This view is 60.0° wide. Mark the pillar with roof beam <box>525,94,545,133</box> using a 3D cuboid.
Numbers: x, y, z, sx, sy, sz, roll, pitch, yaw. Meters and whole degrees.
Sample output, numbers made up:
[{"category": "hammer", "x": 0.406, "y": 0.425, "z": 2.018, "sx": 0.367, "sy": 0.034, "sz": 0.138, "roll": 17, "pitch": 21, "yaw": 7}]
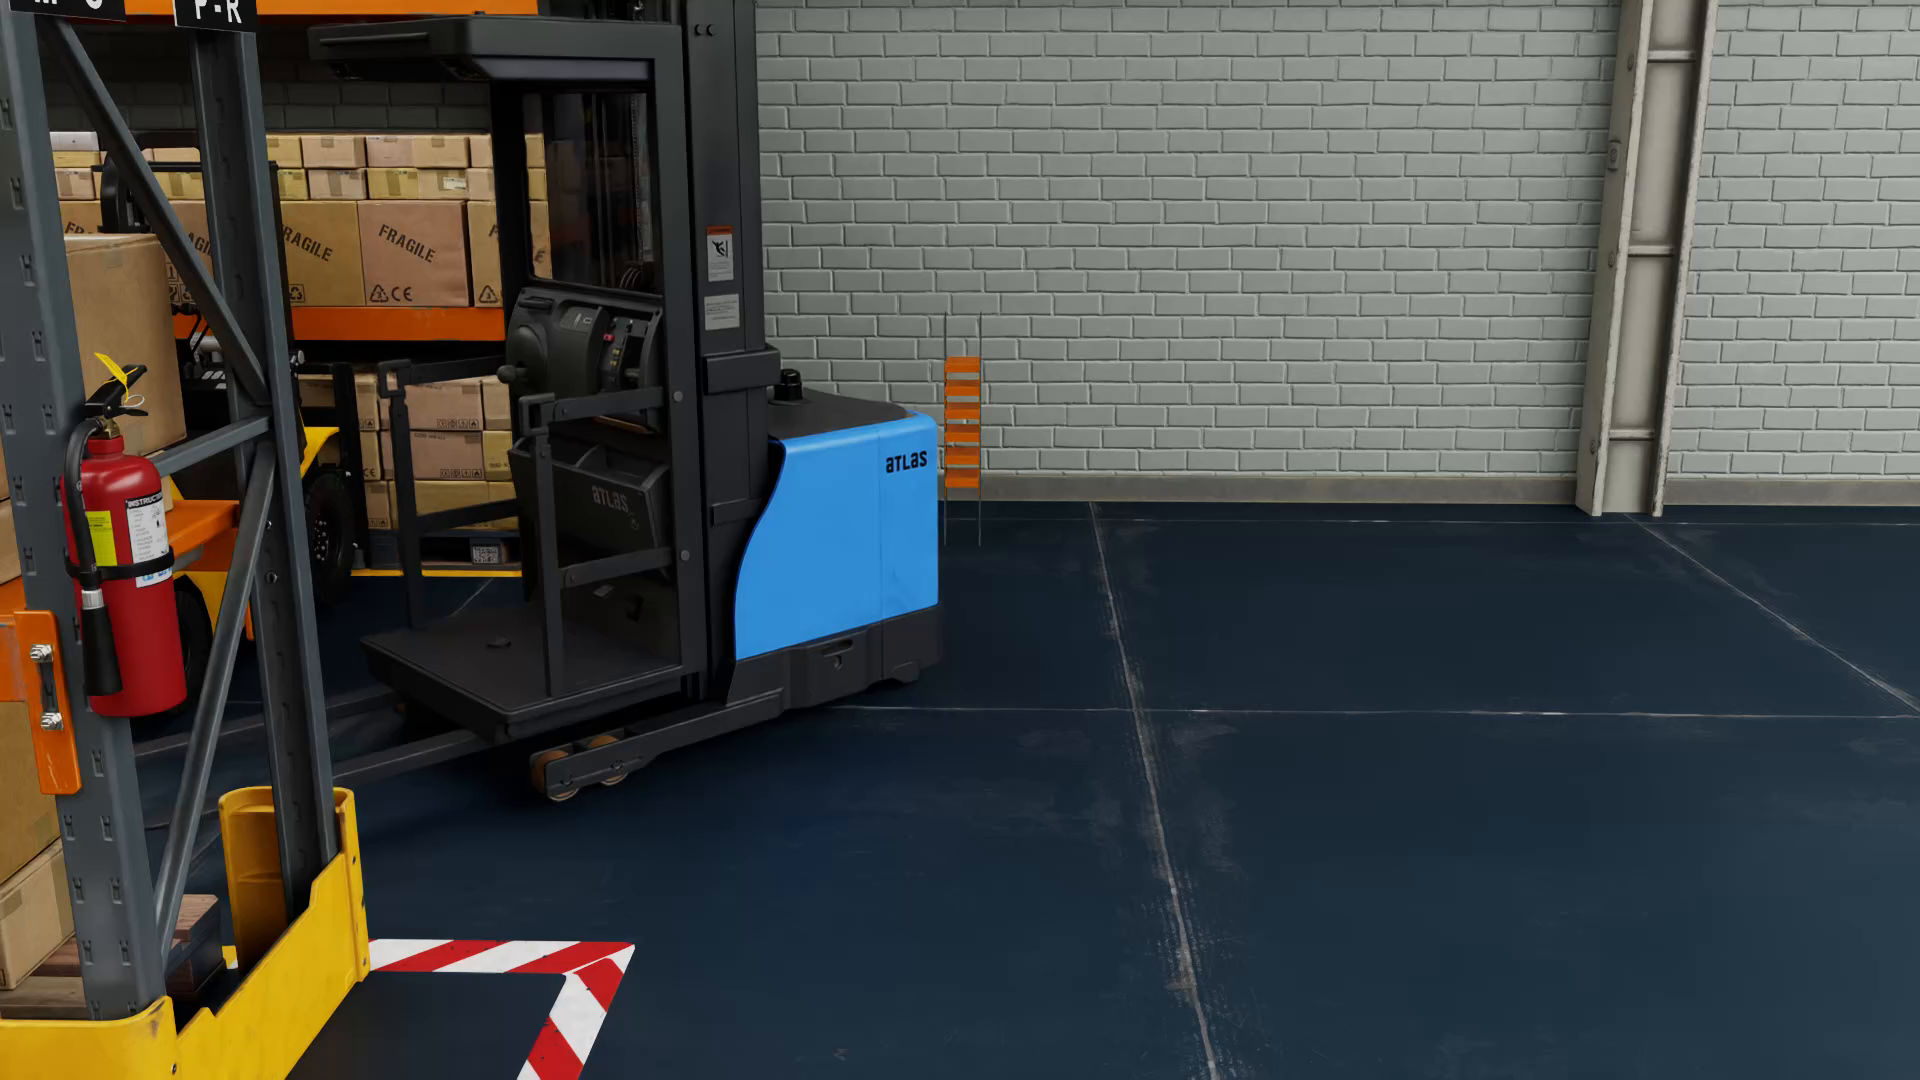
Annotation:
[{"category": "pillar with roof beam", "x": -2.354, "y": -3.467, "z": 4.340, "sx": 0.400, "sy": 9.000, "sz": 9.100, "roll": 0, "pitch": 15, "yaw": 1}]

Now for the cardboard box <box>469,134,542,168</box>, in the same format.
[{"category": "cardboard box", "x": -2.182, "y": -1.877, "z": 8.026, "sx": 0.250, "sy": 0.149, "sz": 0.380, "roll": 0, "pitch": 15, "yaw": 2}]

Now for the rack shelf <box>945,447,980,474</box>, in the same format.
[{"category": "rack shelf", "x": 0.014, "y": -0.421, "z": 8.729, "sx": 0.180, "sy": 0.103, "sz": 0.258, "roll": 0, "pitch": 15, "yaw": 1}]

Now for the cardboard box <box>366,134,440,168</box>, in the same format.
[{"category": "cardboard box", "x": -2.691, "y": -1.893, "z": 8.084, "sx": 0.250, "sy": 0.149, "sz": 0.380, "roll": 0, "pitch": 15, "yaw": 2}]

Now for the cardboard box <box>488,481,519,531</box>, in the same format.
[{"category": "cardboard box", "x": -2.049, "y": -0.225, "z": 8.381, "sx": 0.500, "sy": 0.250, "sz": 0.500, "roll": 0, "pitch": 15, "yaw": 2}]

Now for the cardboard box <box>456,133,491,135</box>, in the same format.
[{"category": "cardboard box", "x": -2.426, "y": -2.000, "z": 8.491, "sx": 0.250, "sy": 0.149, "sz": 0.380, "roll": 1, "pitch": 15, "yaw": 2}]

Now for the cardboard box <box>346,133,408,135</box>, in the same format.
[{"category": "cardboard box", "x": -2.937, "y": -2.001, "z": 8.494, "sx": 0.250, "sy": 0.149, "sz": 0.380, "roll": 1, "pitch": 15, "yaw": 3}]

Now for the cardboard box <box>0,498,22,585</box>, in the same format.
[{"category": "cardboard box", "x": -2.073, "y": 0.010, "z": 3.414, "sx": 0.250, "sy": 0.149, "sz": 0.380, "roll": 1, "pitch": 15, "yaw": 3}]

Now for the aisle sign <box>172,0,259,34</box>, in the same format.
[{"category": "aisle sign", "x": -1.624, "y": -1.499, "z": 3.546, "sx": 0.004, "sy": 0.787, "sz": 0.394, "roll": 0, "pitch": 15, "yaw": 1}]

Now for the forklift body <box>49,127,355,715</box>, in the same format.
[{"category": "forklift body", "x": -3.513, "y": -0.566, "z": 6.770, "sx": 1.214, "sy": 2.155, "sz": 2.313, "roll": 0, "pitch": 15, "yaw": 1}]

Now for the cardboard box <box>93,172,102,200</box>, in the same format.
[{"category": "cardboard box", "x": -3.979, "y": -1.733, "z": 8.060, "sx": 0.250, "sy": 0.149, "sz": 0.380, "roll": 0, "pitch": 15, "yaw": 0}]

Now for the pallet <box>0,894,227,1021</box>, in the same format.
[{"category": "pallet", "x": -2.581, "y": 1.170, "z": 3.992, "sx": 1.213, "sy": 0.211, "sz": 1.003, "roll": 0, "pitch": 15, "yaw": 1}]

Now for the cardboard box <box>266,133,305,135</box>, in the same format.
[{"category": "cardboard box", "x": -3.447, "y": -2.009, "z": 8.525, "sx": 0.250, "sy": 0.149, "sz": 0.380, "roll": 0, "pitch": 15, "yaw": 2}]

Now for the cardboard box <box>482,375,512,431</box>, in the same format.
[{"category": "cardboard box", "x": -2.039, "y": -0.710, "z": 8.257, "sx": 0.500, "sy": 0.250, "sz": 0.500, "roll": 1, "pitch": 15, "yaw": 3}]

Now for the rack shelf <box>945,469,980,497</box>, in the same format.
[{"category": "rack shelf", "x": 0.014, "y": -0.305, "z": 8.759, "sx": 0.180, "sy": 0.103, "sz": 0.258, "roll": 0, "pitch": 15, "yaw": 1}]

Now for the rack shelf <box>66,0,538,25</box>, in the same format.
[{"category": "rack shelf", "x": -3.570, "y": -2.545, "z": 8.136, "sx": 4.000, "sy": 0.370, "sz": 1.077, "roll": 0, "pitch": 15, "yaw": 1}]

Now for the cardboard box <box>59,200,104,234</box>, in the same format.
[{"category": "cardboard box", "x": -4.105, "y": -1.432, "z": 8.192, "sx": 0.500, "sy": 0.500, "sz": 0.500, "roll": 0, "pitch": 15, "yaw": 1}]

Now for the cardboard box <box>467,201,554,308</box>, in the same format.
[{"category": "cardboard box", "x": -2.070, "y": -1.414, "z": 8.123, "sx": 0.500, "sy": 0.500, "sz": 0.500, "roll": 0, "pitch": 15, "yaw": 0}]

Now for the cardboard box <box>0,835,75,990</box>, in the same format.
[{"category": "cardboard box", "x": -2.493, "y": 0.887, "z": 4.164, "sx": 0.500, "sy": 0.250, "sz": 0.500, "roll": 0, "pitch": 15, "yaw": 1}]

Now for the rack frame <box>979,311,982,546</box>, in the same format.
[{"category": "rack frame", "x": 0.106, "y": -0.579, "z": 8.684, "sx": 0.006, "sy": 1.200, "sz": 0.240, "roll": 0, "pitch": 15, "yaw": 1}]

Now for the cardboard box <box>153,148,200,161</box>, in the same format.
[{"category": "cardboard box", "x": -3.719, "y": -1.898, "z": 8.104, "sx": 0.250, "sy": 0.149, "sz": 0.380, "roll": 0, "pitch": 15, "yaw": 2}]

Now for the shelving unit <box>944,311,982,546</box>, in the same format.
[{"category": "shelving unit", "x": 0.014, "y": -0.580, "z": 8.687, "sx": 0.189, "sy": 1.200, "sz": 0.258, "roll": 0, "pitch": 15, "yaw": 1}]

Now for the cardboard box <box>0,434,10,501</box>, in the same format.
[{"category": "cardboard box", "x": -2.244, "y": -0.289, "z": 3.276, "sx": 0.500, "sy": 0.500, "sz": 0.500, "roll": 0, "pitch": 15, "yaw": 0}]

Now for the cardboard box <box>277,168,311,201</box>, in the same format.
[{"category": "cardboard box", "x": -3.208, "y": -1.724, "z": 8.028, "sx": 0.250, "sy": 0.149, "sz": 0.380, "roll": 0, "pitch": 15, "yaw": 2}]

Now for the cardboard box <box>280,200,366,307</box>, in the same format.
[{"category": "cardboard box", "x": -3.100, "y": -1.423, "z": 8.158, "sx": 0.500, "sy": 0.500, "sz": 0.500, "roll": 0, "pitch": 15, "yaw": 0}]

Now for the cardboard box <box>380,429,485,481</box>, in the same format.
[{"category": "cardboard box", "x": -2.567, "y": -0.474, "z": 8.344, "sx": 0.500, "sy": 0.250, "sz": 0.500, "roll": 0, "pitch": 15, "yaw": 1}]

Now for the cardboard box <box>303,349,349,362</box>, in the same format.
[{"category": "cardboard box", "x": -3.558, "y": -0.851, "z": 8.793, "sx": 0.500, "sy": 0.250, "sz": 0.500, "roll": 0, "pitch": 15, "yaw": 0}]

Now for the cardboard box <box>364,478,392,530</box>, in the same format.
[{"category": "cardboard box", "x": -3.046, "y": -0.237, "z": 8.424, "sx": 0.500, "sy": 0.250, "sz": 0.500, "roll": 1, "pitch": 15, "yaw": 2}]

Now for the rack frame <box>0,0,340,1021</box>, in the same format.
[{"category": "rack frame", "x": -1.694, "y": -0.164, "z": 3.580, "sx": 0.127, "sy": 3.000, "sz": 1.000, "roll": 0, "pitch": 15, "yaw": 1}]

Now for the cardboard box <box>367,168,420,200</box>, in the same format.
[{"category": "cardboard box", "x": -2.686, "y": -1.738, "z": 8.080, "sx": 0.250, "sy": 0.149, "sz": 0.380, "roll": 0, "pitch": 15, "yaw": 1}]

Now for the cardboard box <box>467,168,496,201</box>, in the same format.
[{"category": "cardboard box", "x": -2.181, "y": -1.716, "z": 7.998, "sx": 0.250, "sy": 0.149, "sz": 0.380, "roll": 1, "pitch": 15, "yaw": 2}]

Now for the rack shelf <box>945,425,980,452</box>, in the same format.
[{"category": "rack shelf", "x": 0.014, "y": -0.537, "z": 8.698, "sx": 0.180, "sy": 0.103, "sz": 0.258, "roll": 0, "pitch": 15, "yaw": 1}]

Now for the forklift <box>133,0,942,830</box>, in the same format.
[{"category": "forklift", "x": -1.485, "y": -0.696, "z": 5.732, "sx": 3.031, "sy": 2.935, "sz": 1.130, "roll": -14, "pitch": 20, "yaw": -42}]

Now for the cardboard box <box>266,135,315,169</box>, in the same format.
[{"category": "cardboard box", "x": -3.213, "y": -1.867, "z": 7.984, "sx": 0.250, "sy": 0.149, "sz": 0.380, "roll": 1, "pitch": 15, "yaw": 3}]

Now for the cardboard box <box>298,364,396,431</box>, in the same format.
[{"category": "cardboard box", "x": -3.055, "y": -0.712, "z": 8.267, "sx": 0.500, "sy": 0.250, "sz": 0.500, "roll": 1, "pitch": 15, "yaw": 2}]

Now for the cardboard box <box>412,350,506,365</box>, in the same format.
[{"category": "cardboard box", "x": -2.546, "y": -0.840, "z": 8.751, "sx": 0.500, "sy": 0.250, "sz": 0.500, "roll": 0, "pitch": 15, "yaw": 2}]

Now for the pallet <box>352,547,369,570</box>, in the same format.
[{"category": "pallet", "x": -3.553, "y": -0.084, "z": 8.745, "sx": 1.213, "sy": 0.211, "sz": 1.003, "roll": 0, "pitch": 15, "yaw": 1}]

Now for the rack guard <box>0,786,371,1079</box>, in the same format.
[{"category": "rack guard", "x": -1.770, "y": 1.045, "z": 3.901, "sx": 0.348, "sy": 0.500, "sz": 1.175, "roll": 0, "pitch": 15, "yaw": 1}]

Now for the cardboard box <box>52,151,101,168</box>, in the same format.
[{"category": "cardboard box", "x": -4.225, "y": -1.883, "z": 8.046, "sx": 0.250, "sy": 0.149, "sz": 0.380, "roll": 0, "pitch": 15, "yaw": 1}]
